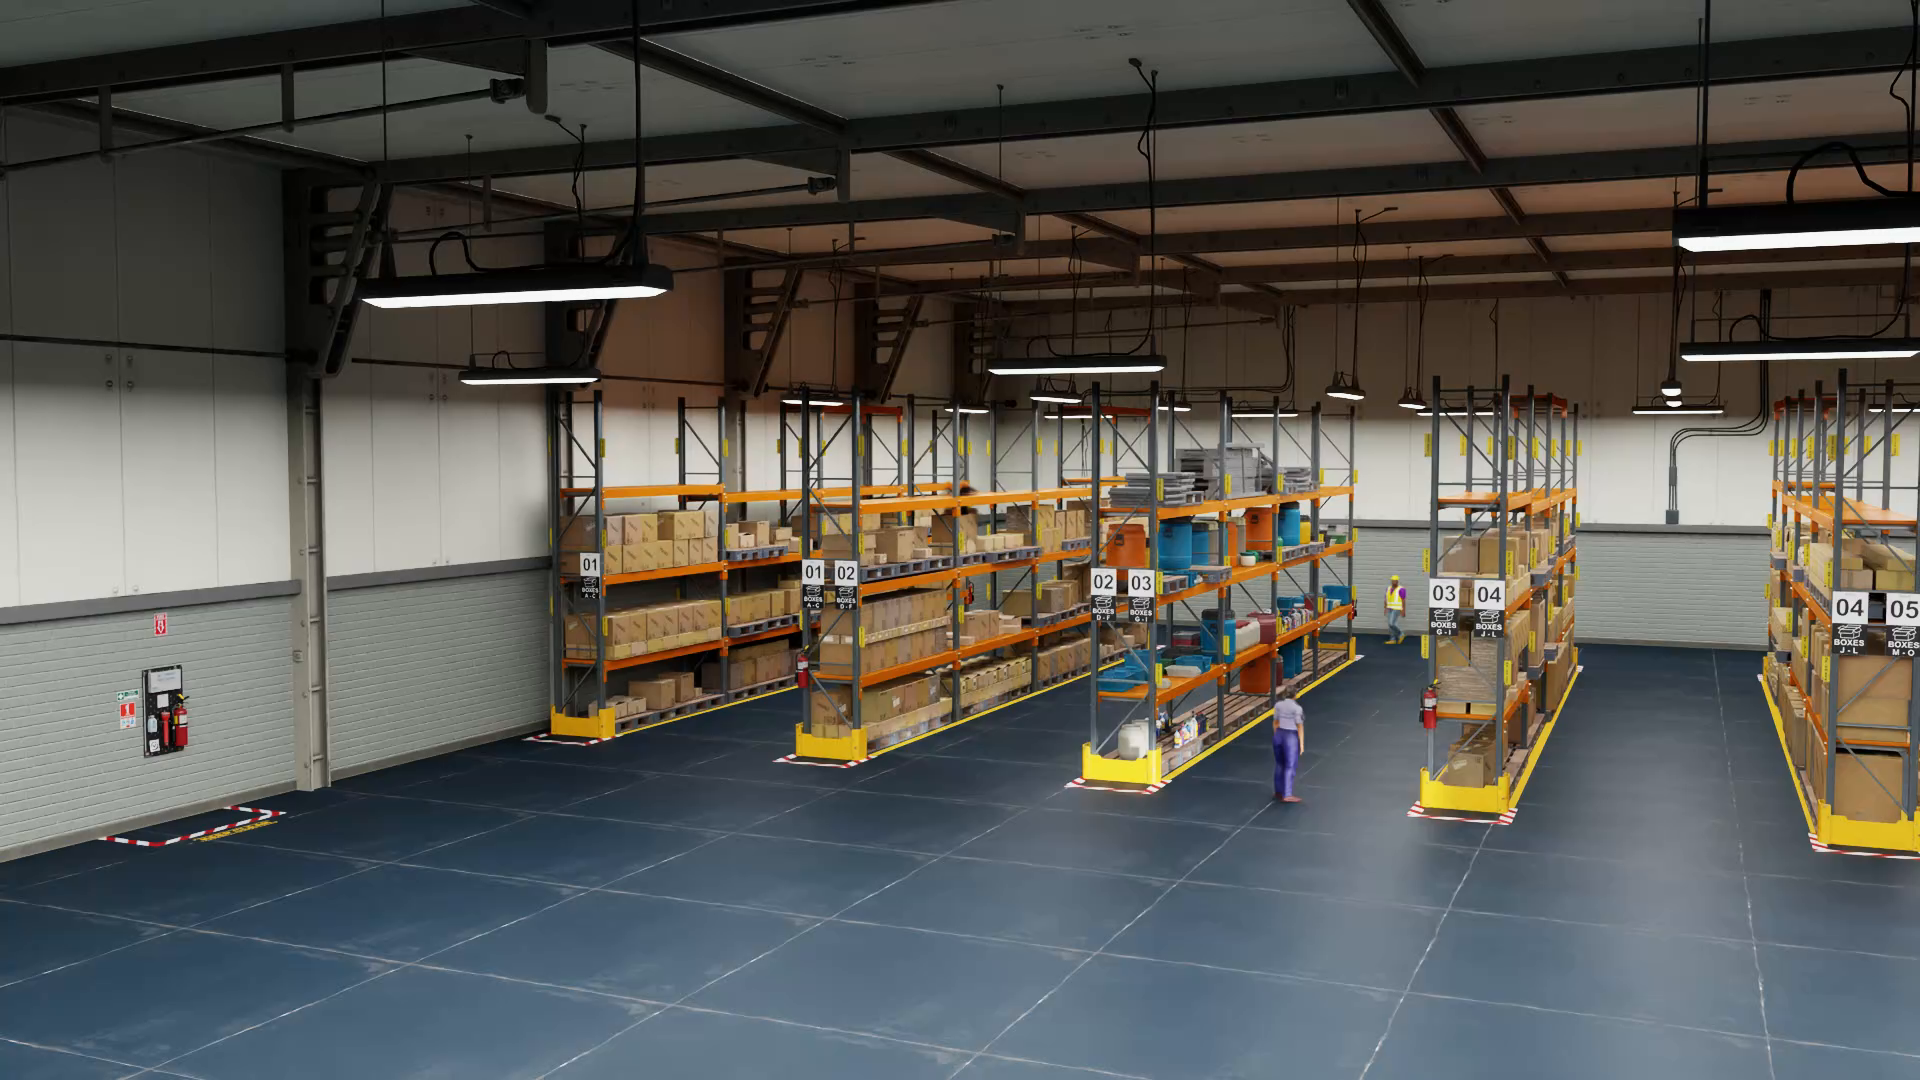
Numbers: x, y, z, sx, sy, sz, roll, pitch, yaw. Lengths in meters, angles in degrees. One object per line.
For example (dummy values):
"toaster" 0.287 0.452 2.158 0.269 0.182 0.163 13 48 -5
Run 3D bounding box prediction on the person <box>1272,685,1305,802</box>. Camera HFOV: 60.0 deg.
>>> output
"person" 4.692 2.876 23.601 0.417 1.663 0.497 -3 4 -40

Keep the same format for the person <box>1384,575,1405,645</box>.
"person" 11.021 1.772 42.257 0.476 1.764 0.573 -1 3 -20
